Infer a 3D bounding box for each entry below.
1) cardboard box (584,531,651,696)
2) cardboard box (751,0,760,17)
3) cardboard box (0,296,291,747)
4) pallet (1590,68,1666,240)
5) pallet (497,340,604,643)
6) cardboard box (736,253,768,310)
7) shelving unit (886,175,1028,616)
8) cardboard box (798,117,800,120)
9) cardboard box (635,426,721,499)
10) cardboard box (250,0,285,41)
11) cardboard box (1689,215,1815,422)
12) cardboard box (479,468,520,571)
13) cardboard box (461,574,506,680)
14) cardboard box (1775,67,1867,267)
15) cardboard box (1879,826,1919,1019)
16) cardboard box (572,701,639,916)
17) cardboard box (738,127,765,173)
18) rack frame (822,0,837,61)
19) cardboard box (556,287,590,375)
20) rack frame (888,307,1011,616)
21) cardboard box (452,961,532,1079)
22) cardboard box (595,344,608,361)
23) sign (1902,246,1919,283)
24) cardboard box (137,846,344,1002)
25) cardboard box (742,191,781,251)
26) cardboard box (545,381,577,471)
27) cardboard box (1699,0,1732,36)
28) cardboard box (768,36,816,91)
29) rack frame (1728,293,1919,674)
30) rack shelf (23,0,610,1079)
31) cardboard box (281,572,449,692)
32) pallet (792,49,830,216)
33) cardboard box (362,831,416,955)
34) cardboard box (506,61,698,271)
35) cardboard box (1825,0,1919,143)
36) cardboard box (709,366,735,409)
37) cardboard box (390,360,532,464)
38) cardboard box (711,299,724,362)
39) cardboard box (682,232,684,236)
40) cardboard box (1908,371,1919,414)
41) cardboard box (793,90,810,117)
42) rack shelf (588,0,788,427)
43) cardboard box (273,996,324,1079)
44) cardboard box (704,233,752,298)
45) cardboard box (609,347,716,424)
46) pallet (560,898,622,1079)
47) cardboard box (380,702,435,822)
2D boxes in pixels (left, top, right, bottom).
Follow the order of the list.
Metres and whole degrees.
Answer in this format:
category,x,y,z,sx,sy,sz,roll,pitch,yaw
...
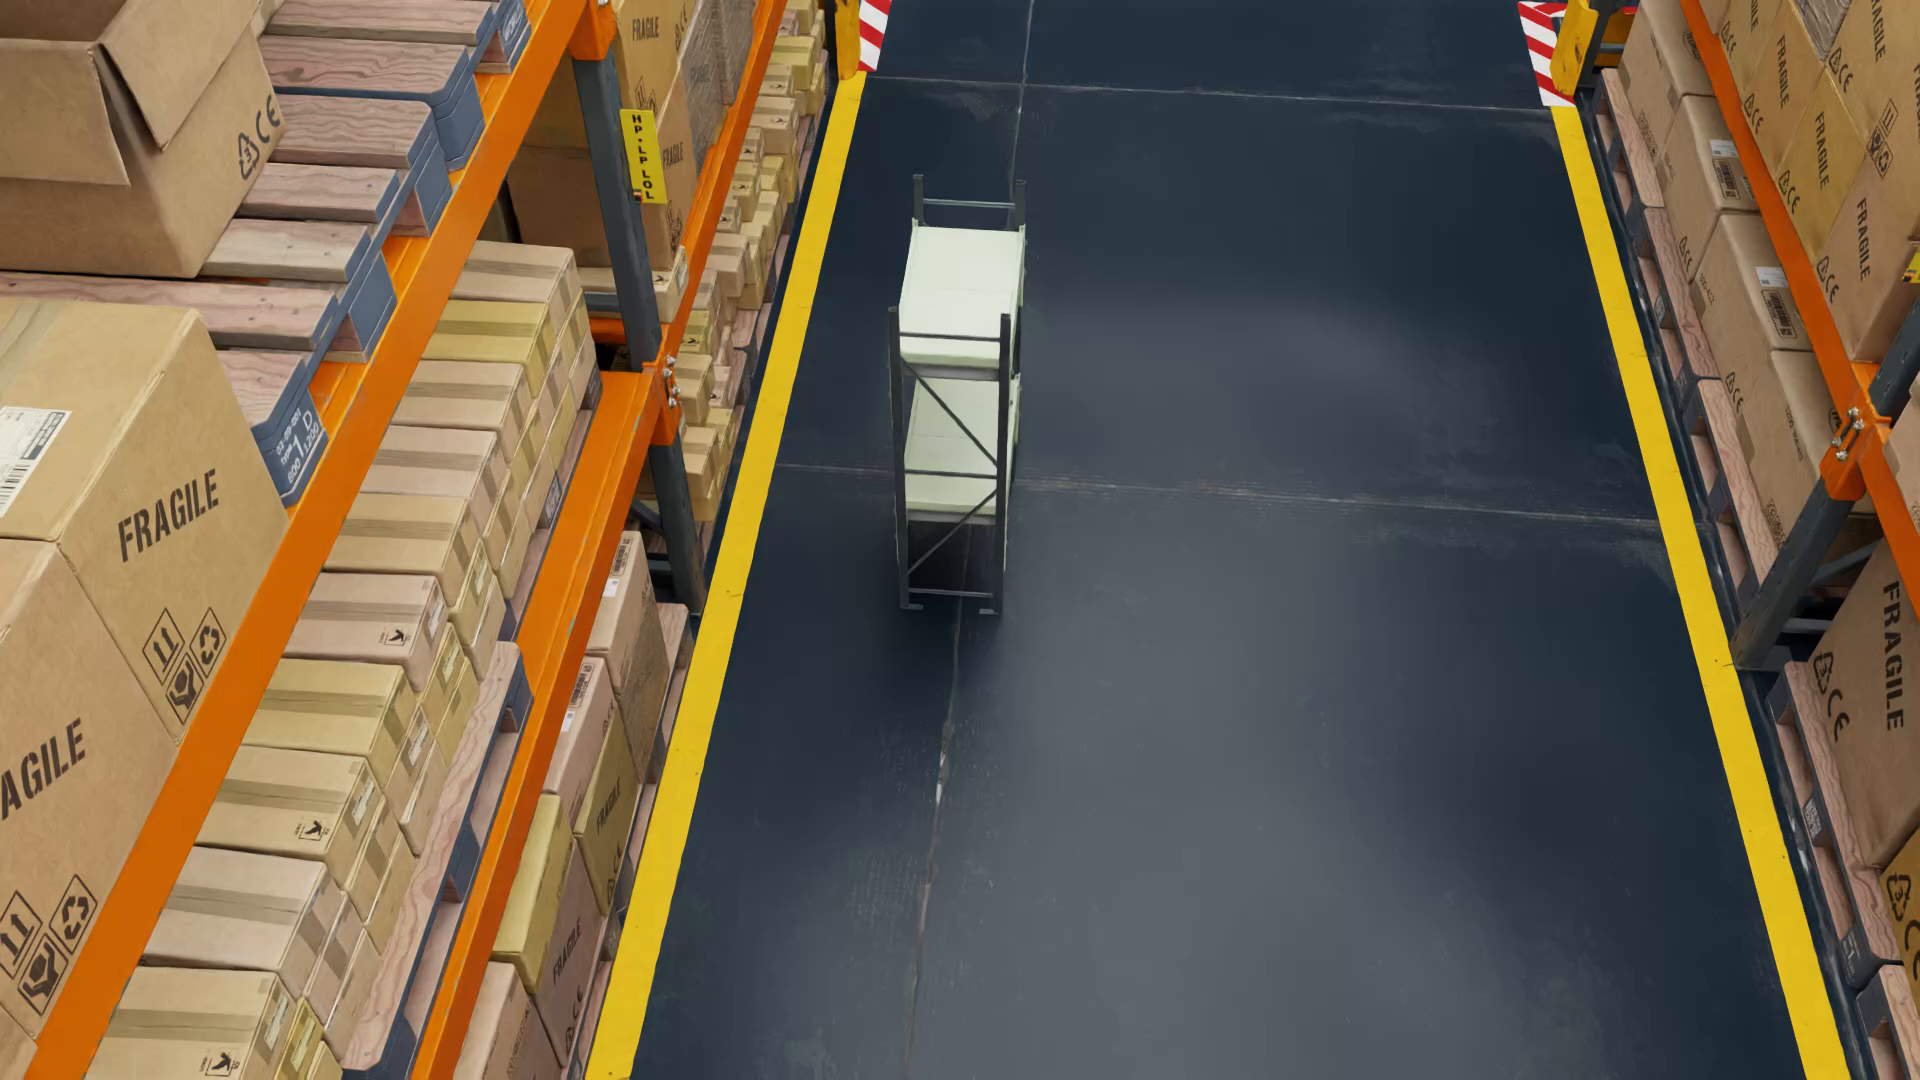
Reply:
category,x,y,z,sx,sy,sz,roll,pitch,yaw
cardboard box,-1.316,0.224,5.414,0.500,0.250,0.500,3,48,2
cardboard box,-1.064,-2.398,6.641,0.500,0.500,0.500,6,48,5
cardboard box,-1.468,-0.033,2.647,0.500,0.500,0.500,4,48,4
pallet,3.809,-1.936,8.378,1.003,0.211,1.213,4,48,4
pallet,-1.714,-0.173,5.005,1.003,0.211,1.213,4,48,4
cardboard box,-1.068,-1.171,7.436,0.380,0.149,0.250,3,48,2
shelving unit,-0.001,-0.501,6.192,0.431,1.500,0.755,4,48,4
cardboard box,-1.008,-2.123,8.307,0.380,0.149,0.250,4,48,3
cardboard box,-1.148,-0.314,6.450,0.380,0.149,0.250,6,48,5
cardboard box,-1.789,-1.281,3.632,0.500,0.311,0.500,3,48,3
cardboard box,3.684,-0.920,7.010,0.875,0.438,0.875,3,48,2
cardboard box,-1.408,-0.064,4.460,0.380,0.149,0.250,2,48,2
cardboard box,-1.429,0.222,4.400,0.380,0.149,0.250,2,48,2
cardboard box,3.268,-1.301,5.839,0.500,0.500,0.500,3,48,3
cardboard box,3.388,1.170,4.802,0.875,0.875,0.875,5,48,5
cardboard box,-1.363,0.850,5.349,0.500,0.500,0.500,3,48,3
cardboard box,-1.098,-1.750,7.562,0.380,0.149,0.250,2,48,2
rack frame,-1.135,-3.729,8.127,1.000,3.000,0.127,4,48,4
cardboard box,-1.339,-0.641,4.987,0.380,0.149,0.250,5,48,5
rack frame,-0.034,-0.232,5.946,0.400,1.500,0.023,4,48,4
cardboard box,-1.456,1.373,4.363,0.500,0.250,0.500,4,48,4
cardboard box,-1.648,-0.897,6.984,0.380,0.149,0.250,4,48,4
sign,2.886,-0.886,4.887,0.100,0.325,0.005,4,48,4
cardboard box,-1.533,0.795,3.473,0.380,0.149,0.250,6,48,5
cardboard box,-1.018,-1.447,7.486,0.380,0.149,0.250,4,48,4
cardboard box,-1.361,-0.350,4.923,0.380,0.149,0.250,4,48,4
cardboard box,3.391,-2.424,6.867,0.500,0.500,0.500,4,48,3
cardboard box,-0.908,-2.323,8.086,0.380,0.149,0.250,3,48,3
rack frame,3.439,-0.531,5.203,1.000,3.000,0.127,4,48,4
rack shelf,-1.682,-0.089,3.253,1.077,0.370,4.000,4,48,4
cardboard box,-1.461,0.219,4.000,0.380,0.149,0.250,2,48,2
pallet,-1.251,-2.137,8.561,1.003,0.211,1.213,4,48,4
cardboard box,-1.503,0.804,3.868,0.380,0.149,0.250,4,48,4
cardboard box,-1.203,-1.270,5.610,0.500,0.500,0.500,3,48,3
cardboard box,3.262,-1.639,5.471,0.500,0.500,0.500,3,48,3
cardboard box,-1.151,-0.596,6.910,0.380,0.149,0.250,4,48,3
cardboard box,-1.391,-0.352,4.521,0.380,0.149,0.250,2,48,2
cardboard box,-1.200,-0.886,6.973,0.380,0.149,0.250,2,48,2
cardboard box,-1.198,-1.085,5.880,0.380,0.149,0.250,5,48,5
cardboard box,3.118,-0.344,4.795,0.500,0.250,0.500,3,48,2
cardboard box,-0.944,-2.220,8.193,0.380,0.149,0.250,2,48,2
rack shelf,-1.317,-2.016,7.049,1.077,0.370,4.000,4,48,4
cardboard box,-1.554,1.070,3.423,0.380,0.149,0.250,4,48,4
cardboard box,-1.098,-1.171,7.033,0.380,0.149,0.250,5,48,4
cardboard box,-1.178,-0.607,6.517,0.380,0.149,0.250,6,48,5
pallet,-1.678,1.623,5.122,1.003,0.211,1.213,4,48,4
cardboard box,-1.483,0.506,3.938,0.380,0.149,0.250,5,48,5
